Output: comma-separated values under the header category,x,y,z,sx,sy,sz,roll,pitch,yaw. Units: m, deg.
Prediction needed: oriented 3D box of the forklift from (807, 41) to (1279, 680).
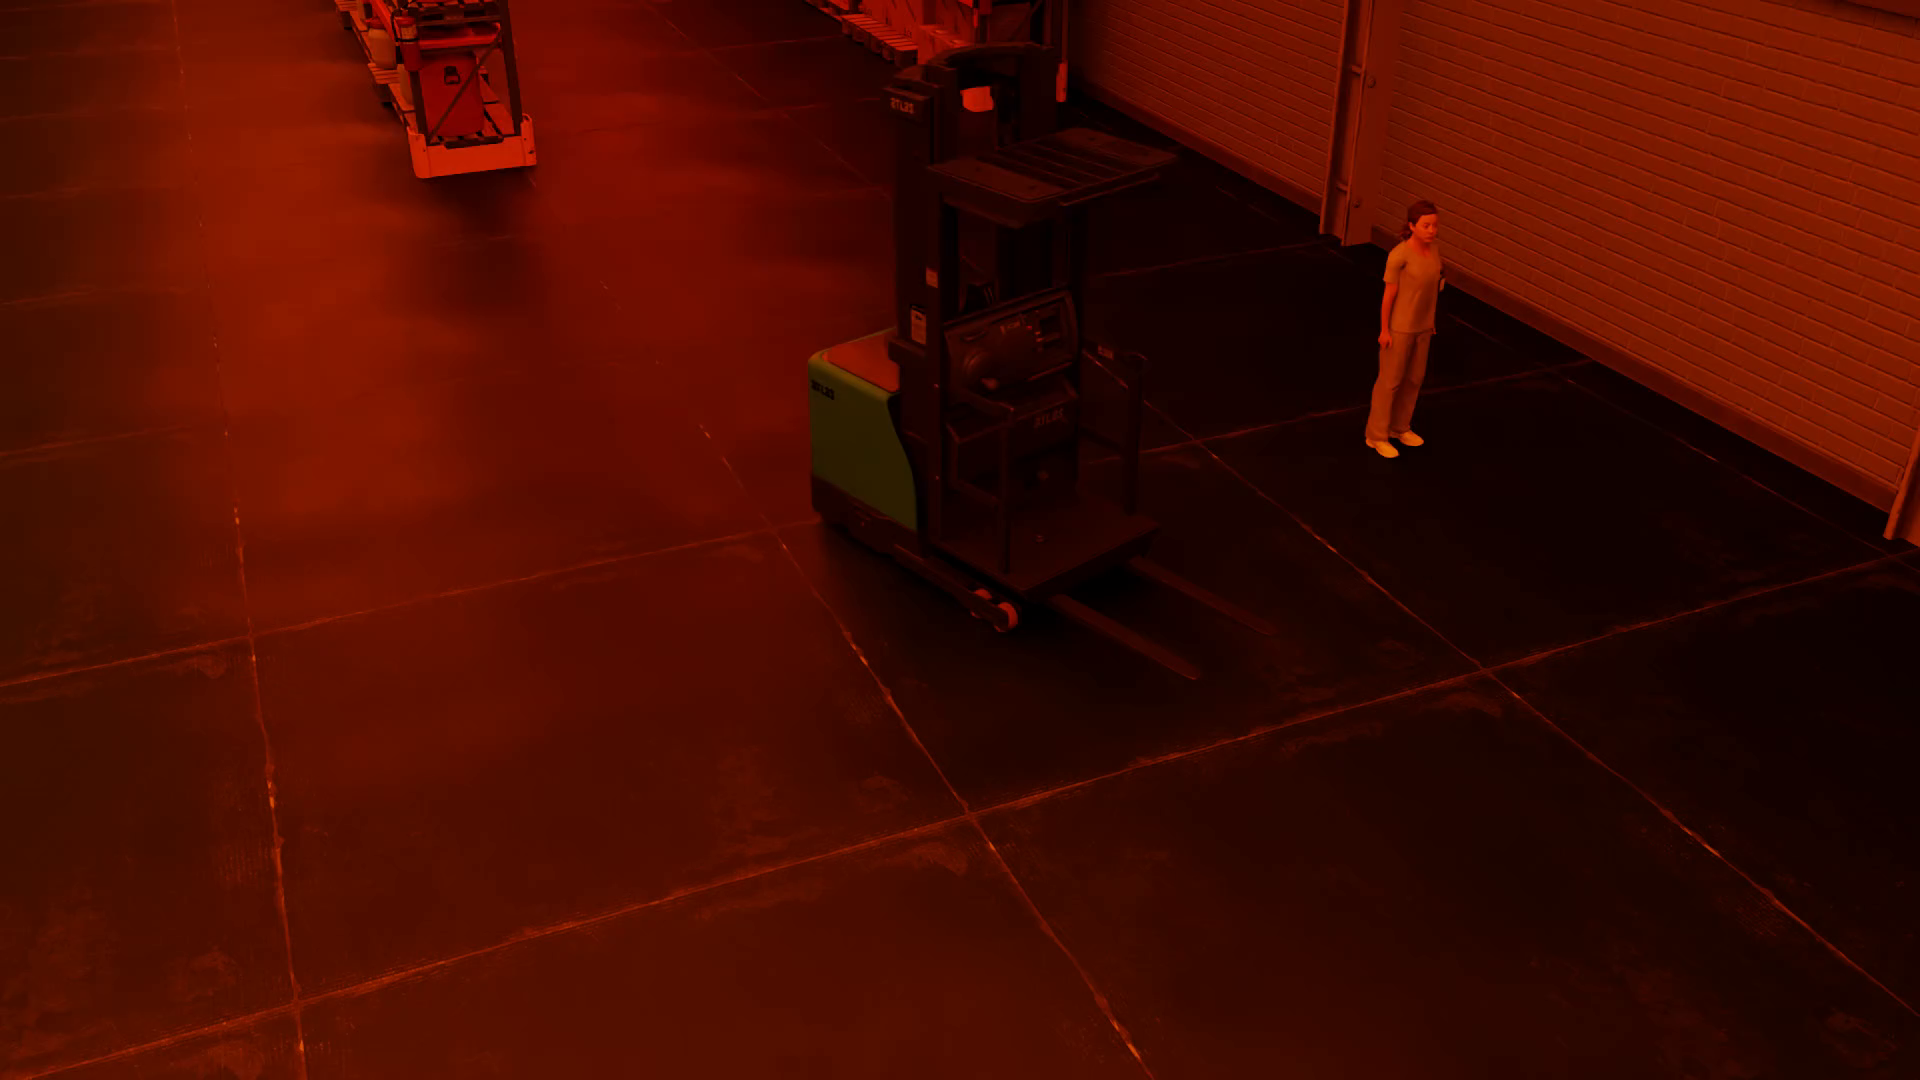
category,x,y,z,sx,sy,sz,roll,pitch,yaw
forklift,0.430,-1.046,8.949,1.130,2.935,3.031,-24,37,-35

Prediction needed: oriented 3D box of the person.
category,x,y,z,sx,sy,sz,roll,pitch,yaw
person,2.912,-1.375,10.794,0.472,1.674,0.382,-19,35,-29
